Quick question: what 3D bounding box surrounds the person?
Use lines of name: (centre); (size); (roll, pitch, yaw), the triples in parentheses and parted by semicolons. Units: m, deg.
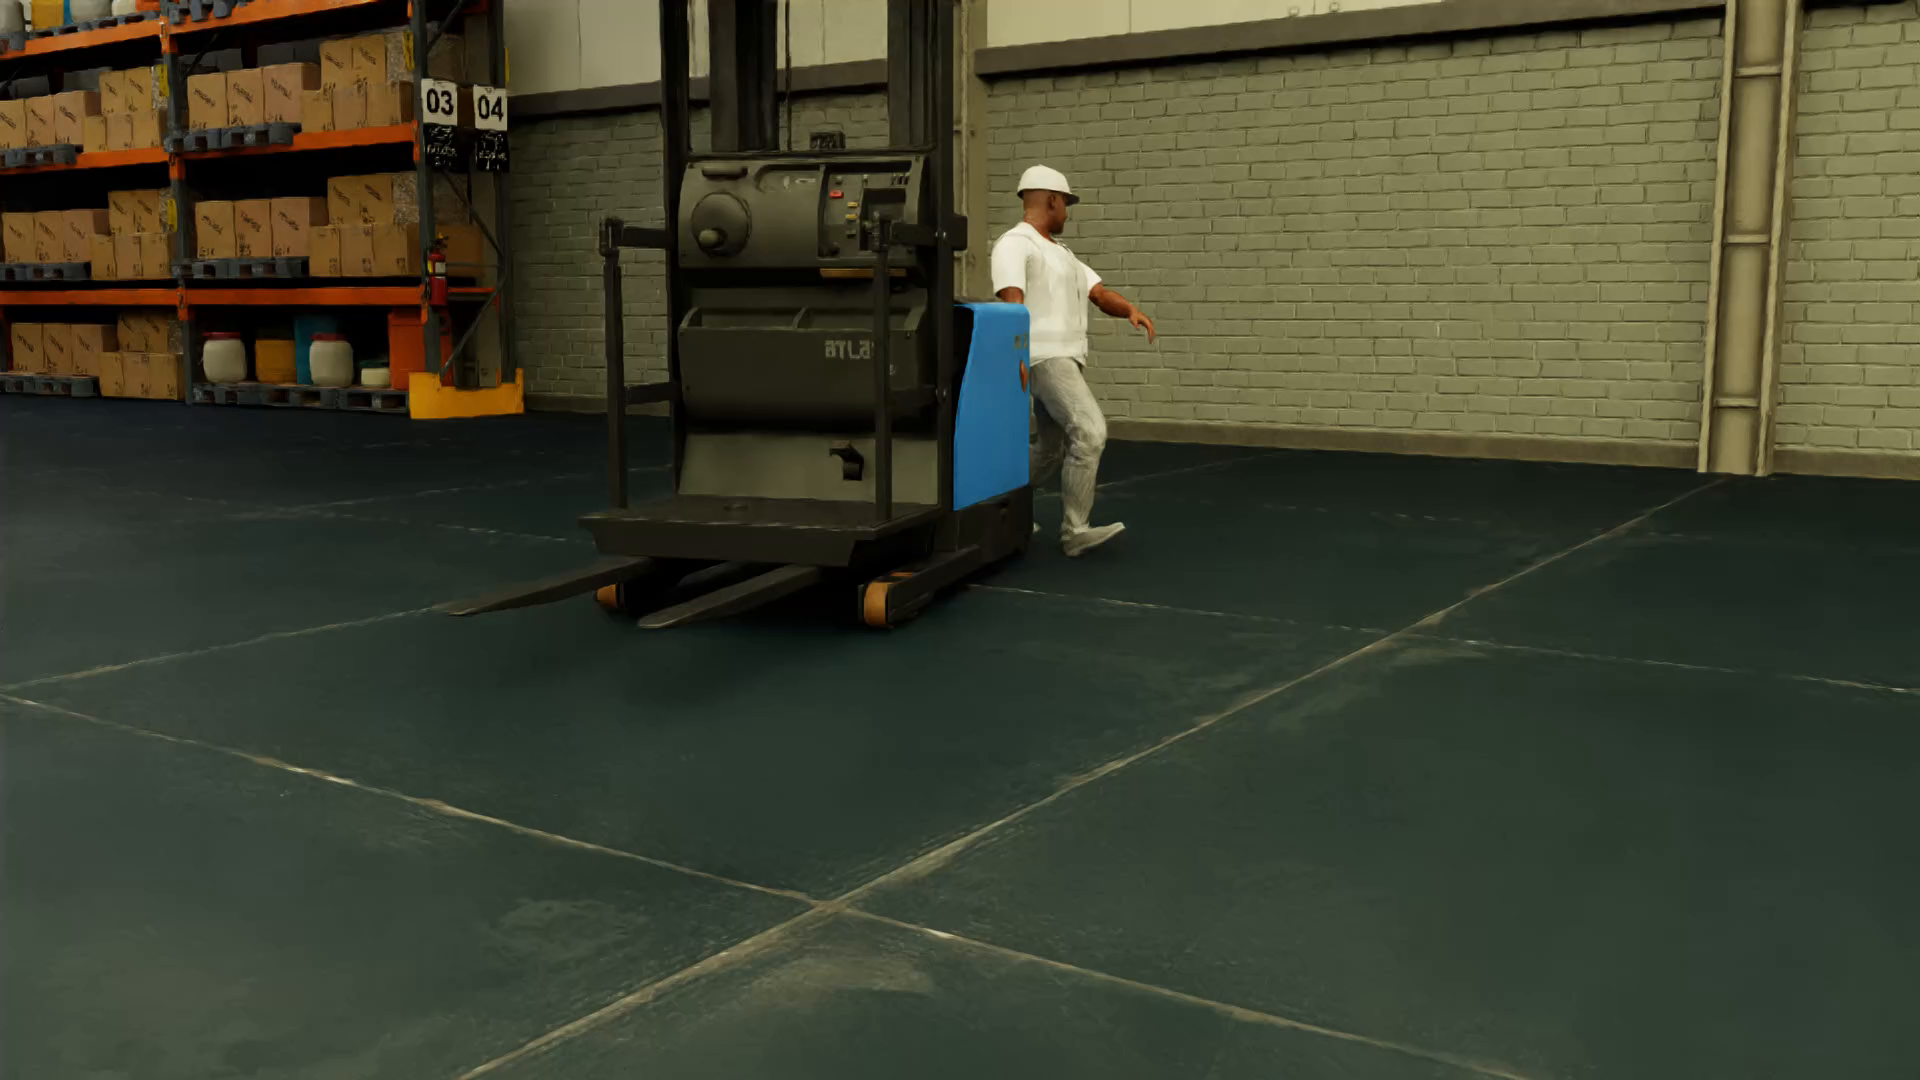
person: (0.407, -0.774, 7.191); (0.857, 1.687, 0.758); (2, 8, 17)

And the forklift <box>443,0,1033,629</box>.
forklift: (-0.639, -1.217, 5.752); (1.130, 2.935, 3.031); (3, 9, 18)
